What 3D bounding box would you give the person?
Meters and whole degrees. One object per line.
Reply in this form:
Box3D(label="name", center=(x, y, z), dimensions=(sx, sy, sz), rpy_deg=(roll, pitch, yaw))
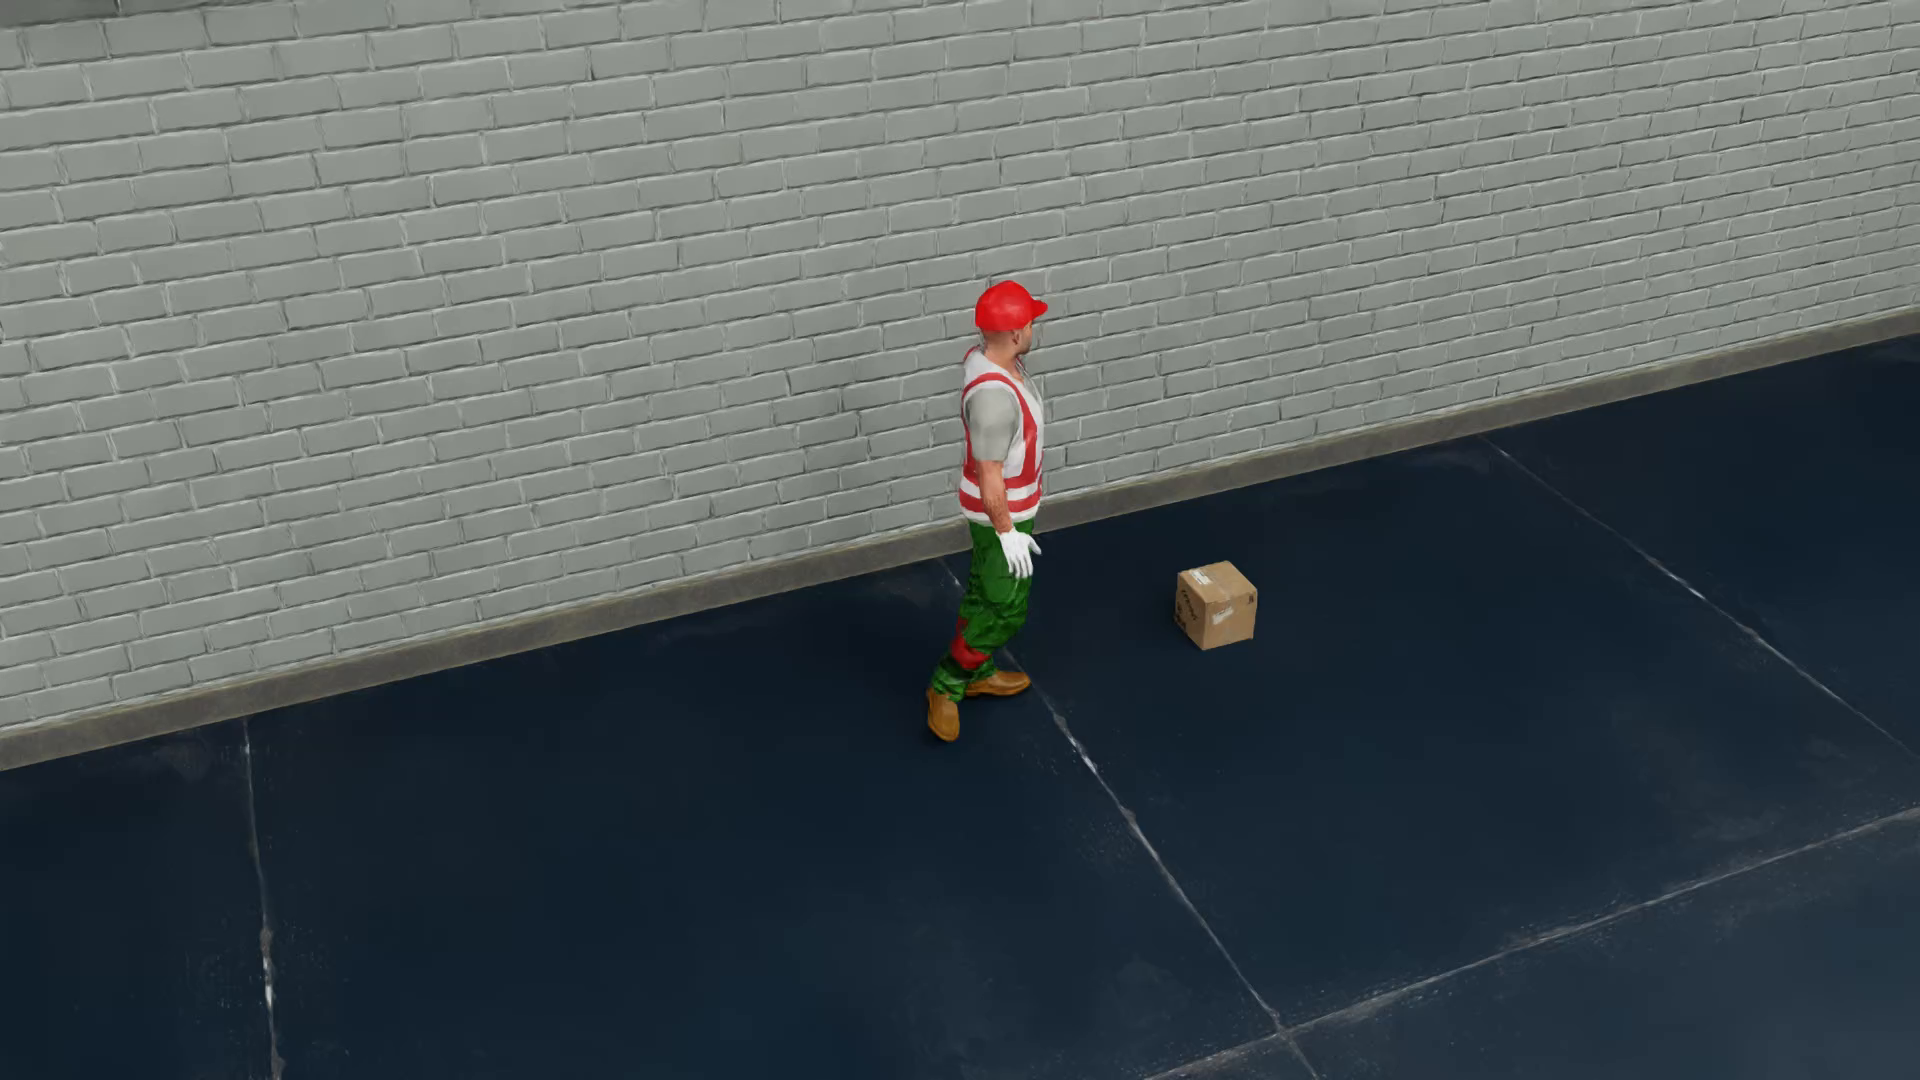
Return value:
Box3D(label="person", center=(0.096, -0.103, 6.244), dimensions=(0.449, 1.782, 0.700), rpy_deg=(3, 33, 5))
